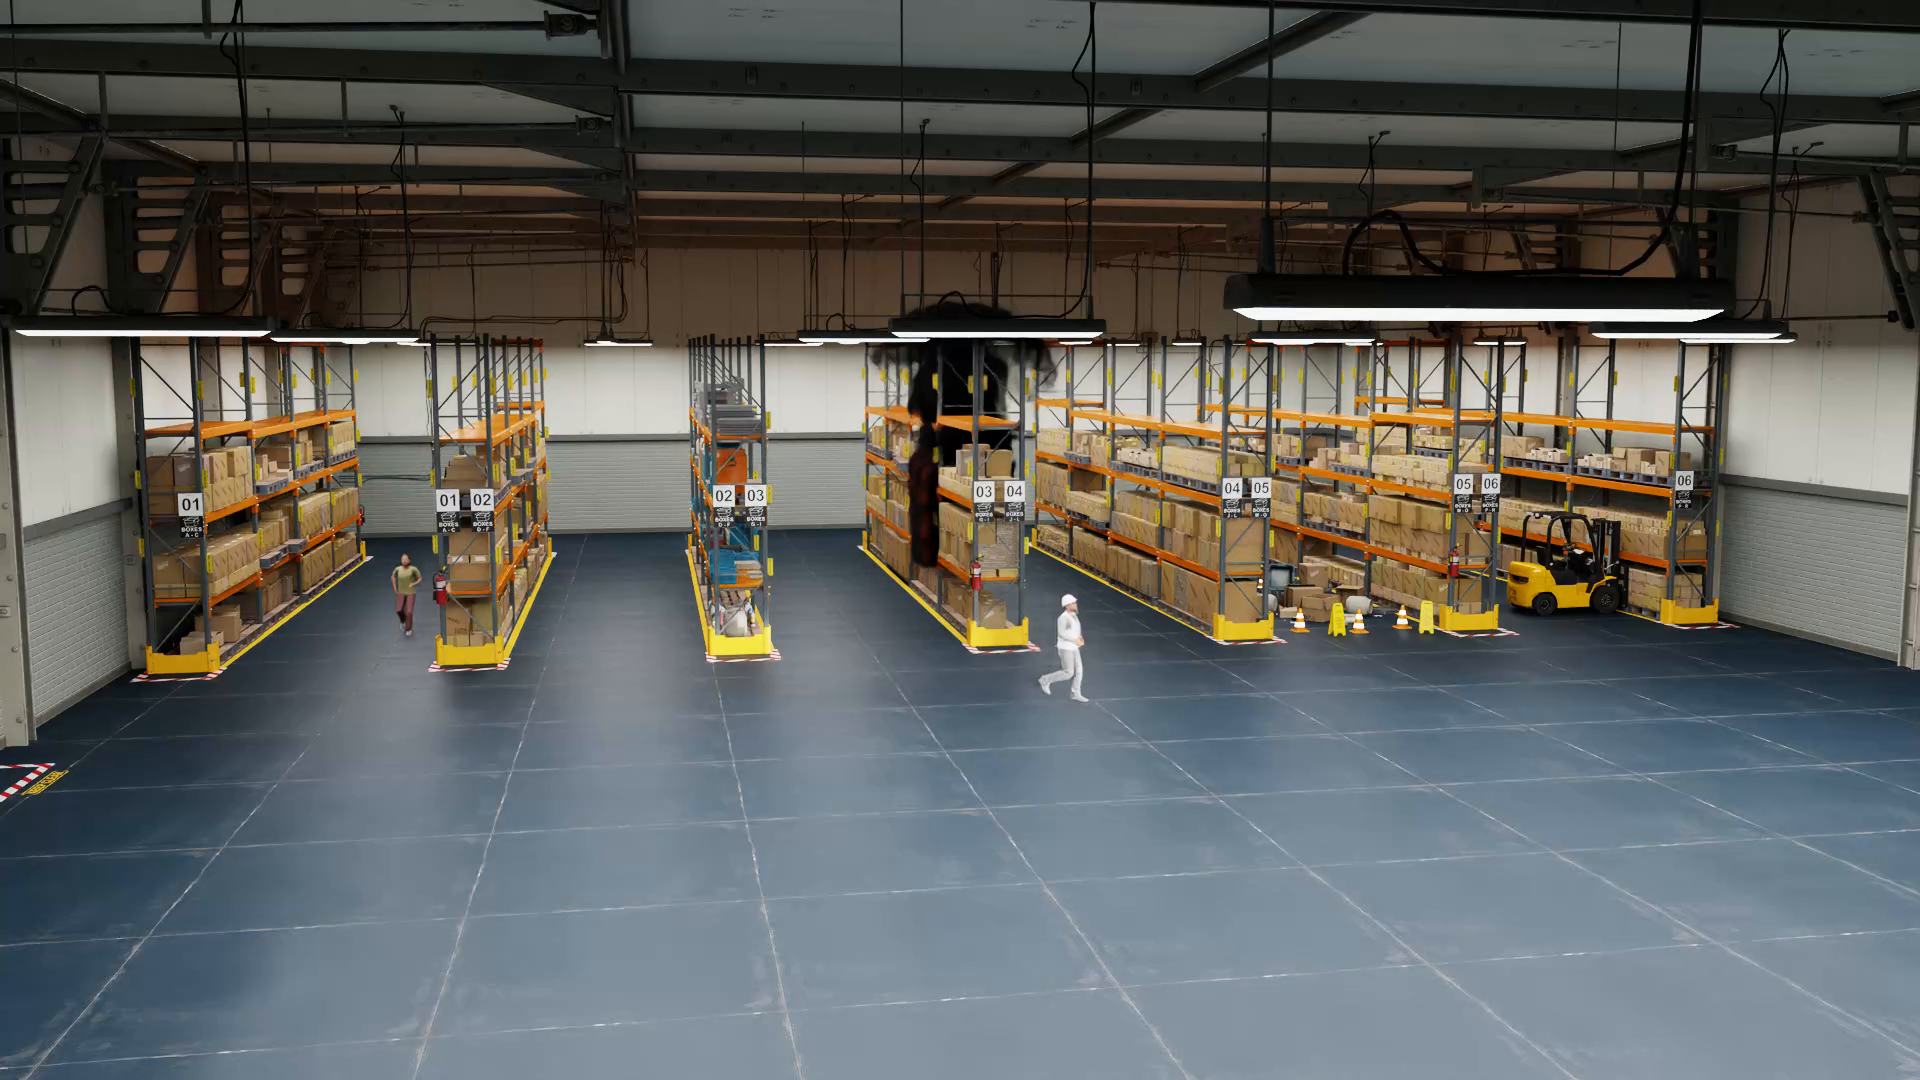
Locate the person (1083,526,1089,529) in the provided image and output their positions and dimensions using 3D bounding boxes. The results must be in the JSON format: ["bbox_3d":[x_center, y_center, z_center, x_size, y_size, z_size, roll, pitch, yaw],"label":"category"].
[{"bbox_3d":[3.832,-0.743,49.277,0.588,1.666,0.615,-6,9,-41],"label":"person"}]

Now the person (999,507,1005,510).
[{"bbox_3d":[1.247,-0.490,46.599,0.666,1.784,0.935,0,7,-3],"label":"person"}]

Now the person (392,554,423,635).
[{"bbox_3d":[-11.100,1.161,33.358,0.624,1.500,0.514,-1,7,-7],"label":"person"}]

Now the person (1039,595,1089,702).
[{"bbox_3d":[1.724,1.761,27.154,0.810,1.768,0.669,2,7,20],"label":"person"}]
